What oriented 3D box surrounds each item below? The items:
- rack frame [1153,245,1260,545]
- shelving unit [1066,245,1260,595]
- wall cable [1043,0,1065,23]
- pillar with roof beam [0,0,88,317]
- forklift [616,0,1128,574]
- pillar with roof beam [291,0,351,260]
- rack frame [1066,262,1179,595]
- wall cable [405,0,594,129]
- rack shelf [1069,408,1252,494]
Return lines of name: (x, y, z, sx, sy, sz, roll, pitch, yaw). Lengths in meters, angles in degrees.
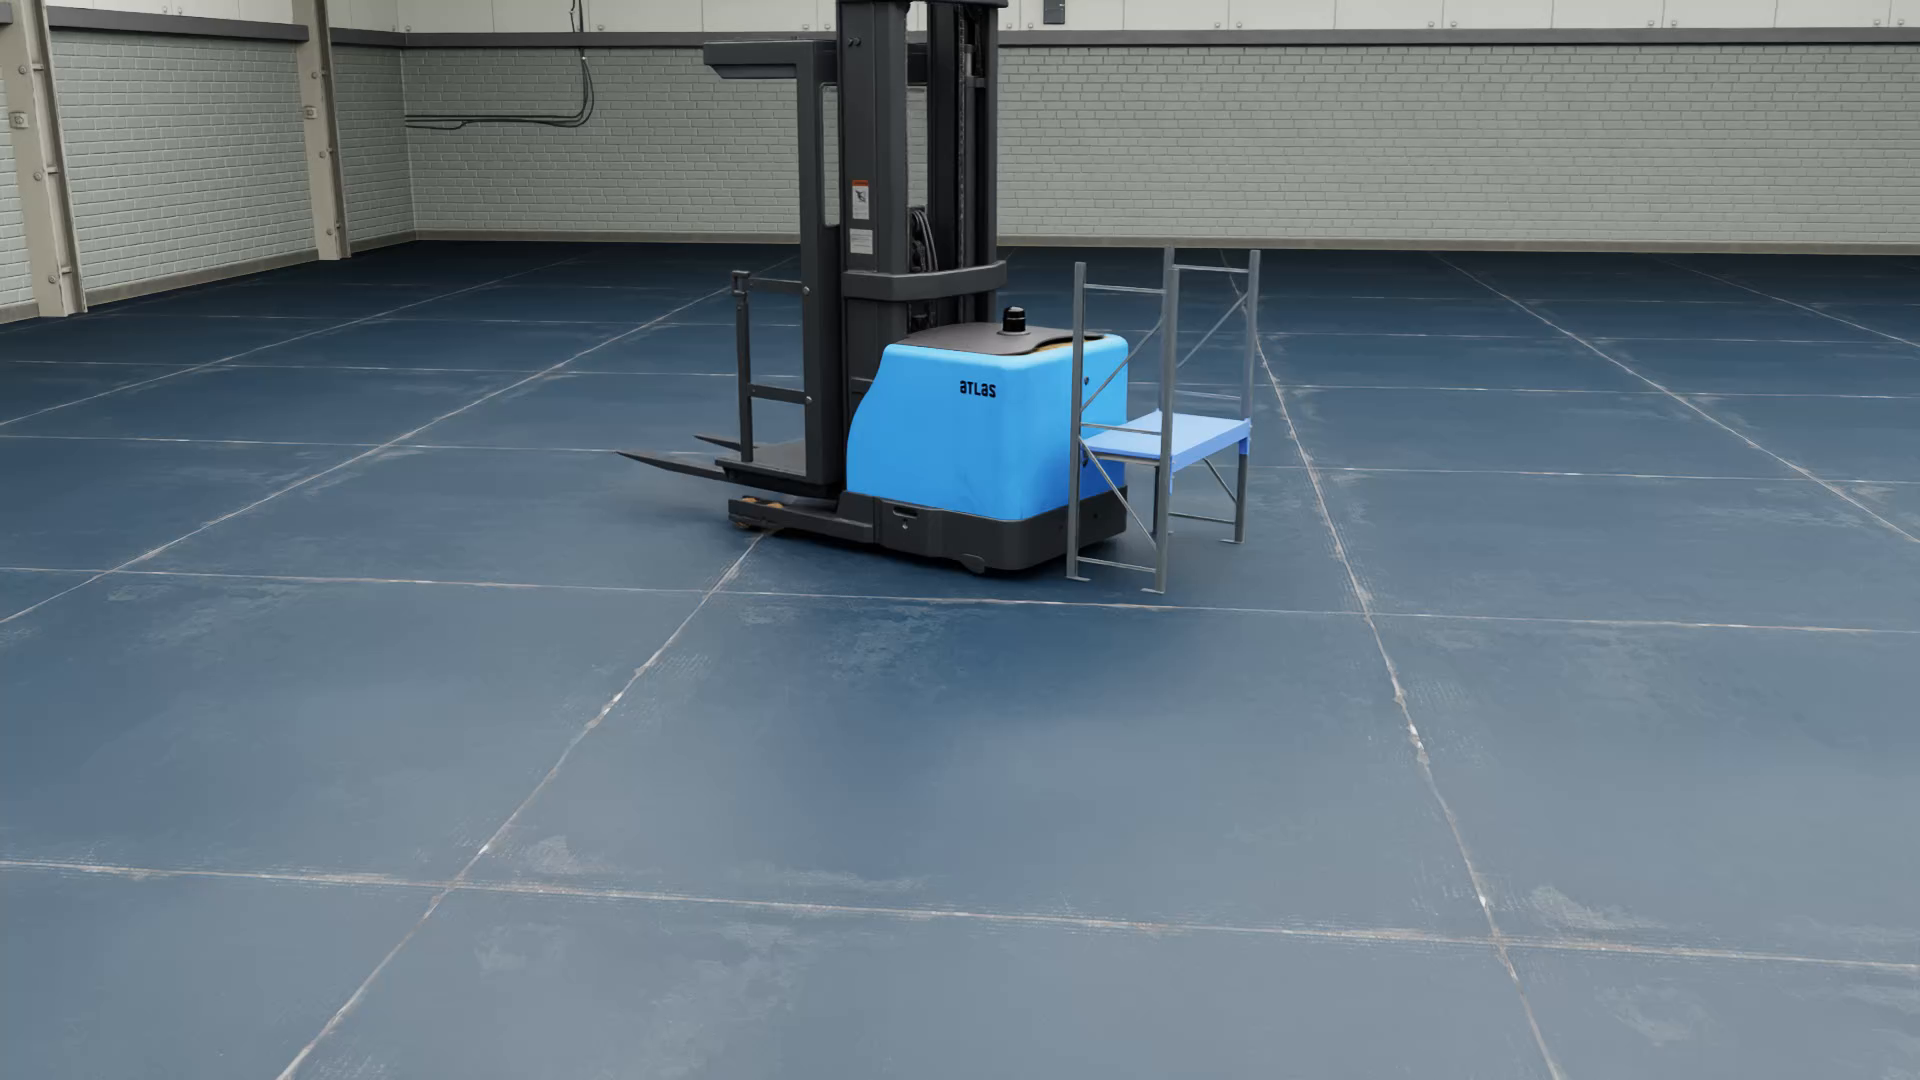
rack frame: (1.251, -0.736, 8.501, 0.500, 1.500, 0.032, 9, 18, 29)
shelving unit: (0.995, -0.621, 8.077, 0.538, 1.500, 1.048, 9, 18, 29)
wall cable: (2.355, -10.351, 23.186, 2.305, 6.003, 0.169, 2, 15, 6)
pillar with roof beam: (-5.121, -6.584, 15.773, 9.100, 9.000, 0.400, 2, 15, 6)
forklift: (-0.614, -1.542, 8.749, 3.031, 2.935, 1.130, 12, 19, 36)
pillar with roof beam: (-4.444, -8.141, 21.528, 9.100, 9.000, 0.400, 2, 15, 6)
rack frame: (0.739, -0.506, 7.652, 0.500, 1.500, 0.032, 9, 18, 29)
wall cable: (-7.076, -7.494, 25.084, 3.097, 2.526, 0.112, 2, 15, 6)
rack shelf: (0.994, -0.448, 8.124, 0.538, 0.185, 1.000, 9, 18, 29)
